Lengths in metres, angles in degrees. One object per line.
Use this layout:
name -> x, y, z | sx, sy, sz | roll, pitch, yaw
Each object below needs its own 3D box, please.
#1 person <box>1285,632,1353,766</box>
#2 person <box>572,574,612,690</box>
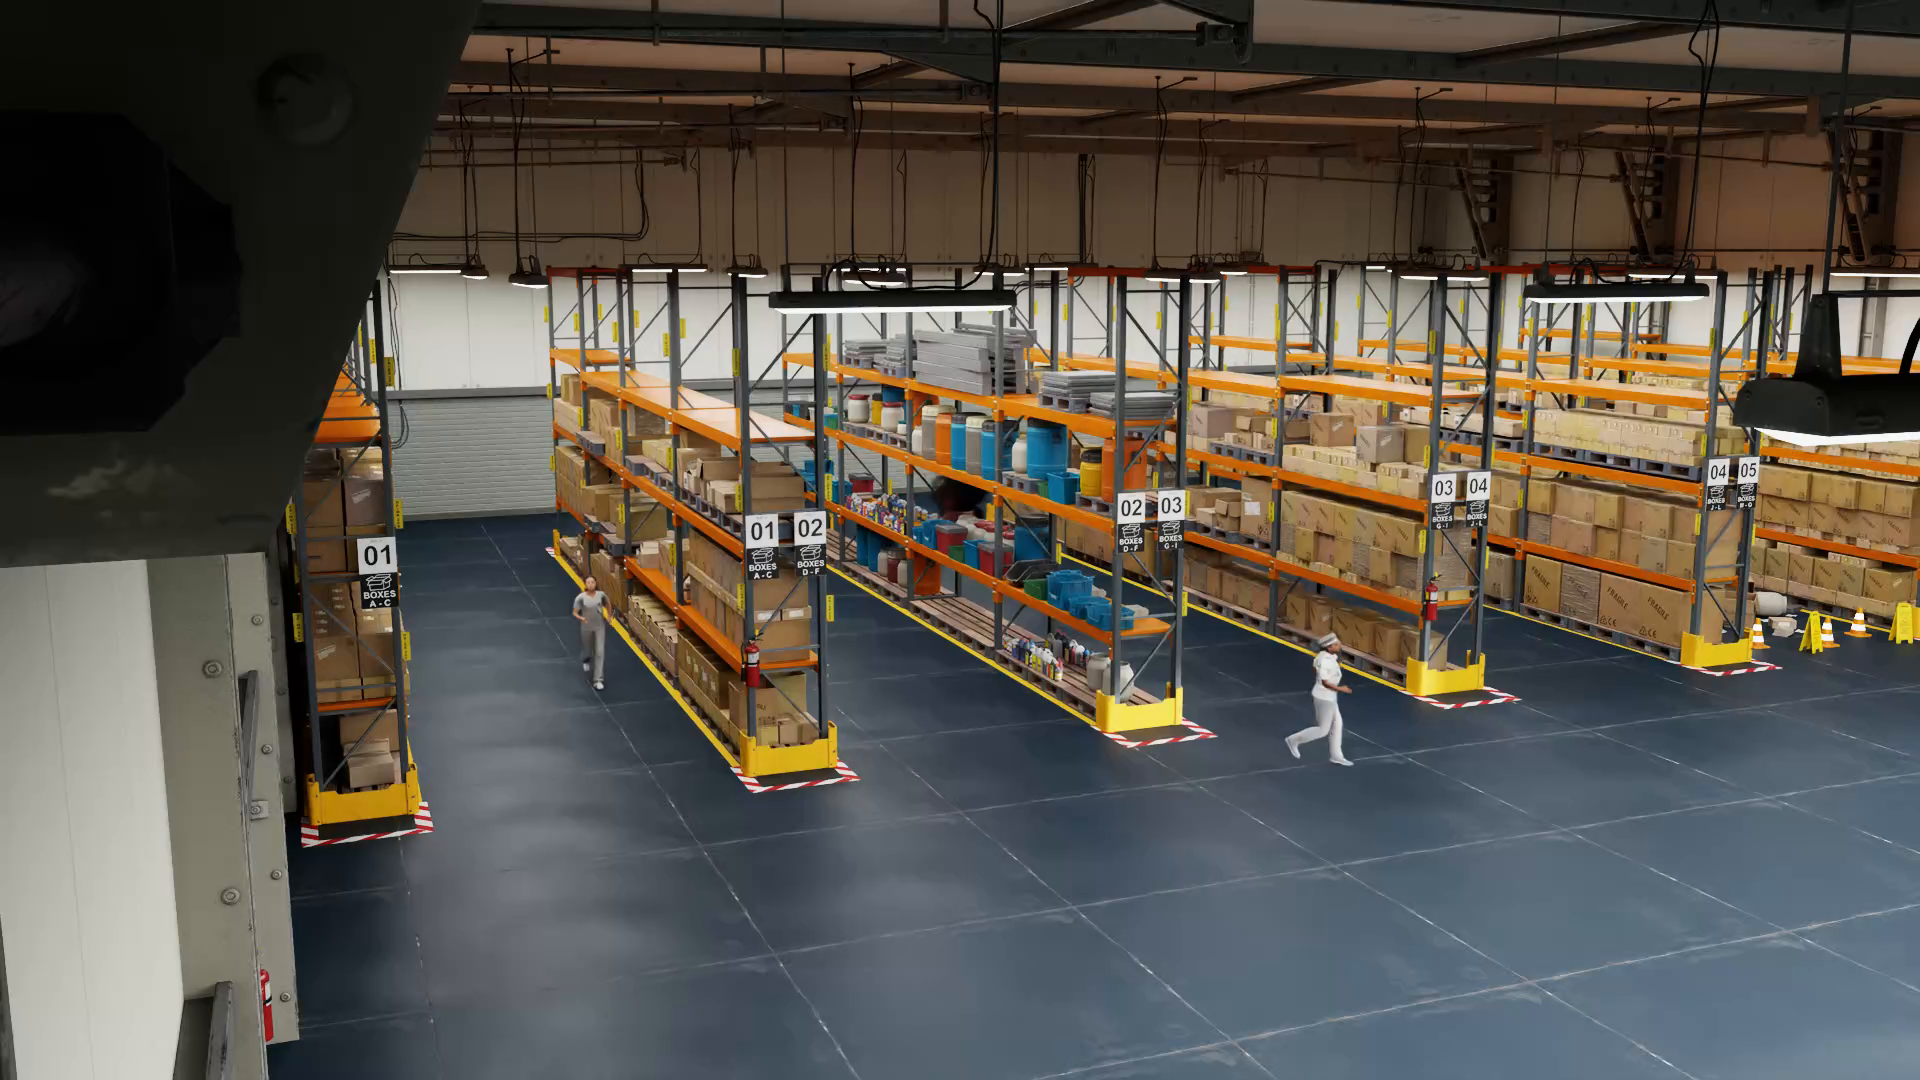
person -> 4.471, 1.964, 20.609 | 0.850, 1.705, 0.588 | 2, 10, 9
person -> -5.367, 1.310, 24.368 | 0.584, 1.633, 0.970 | -4, 11, -21
